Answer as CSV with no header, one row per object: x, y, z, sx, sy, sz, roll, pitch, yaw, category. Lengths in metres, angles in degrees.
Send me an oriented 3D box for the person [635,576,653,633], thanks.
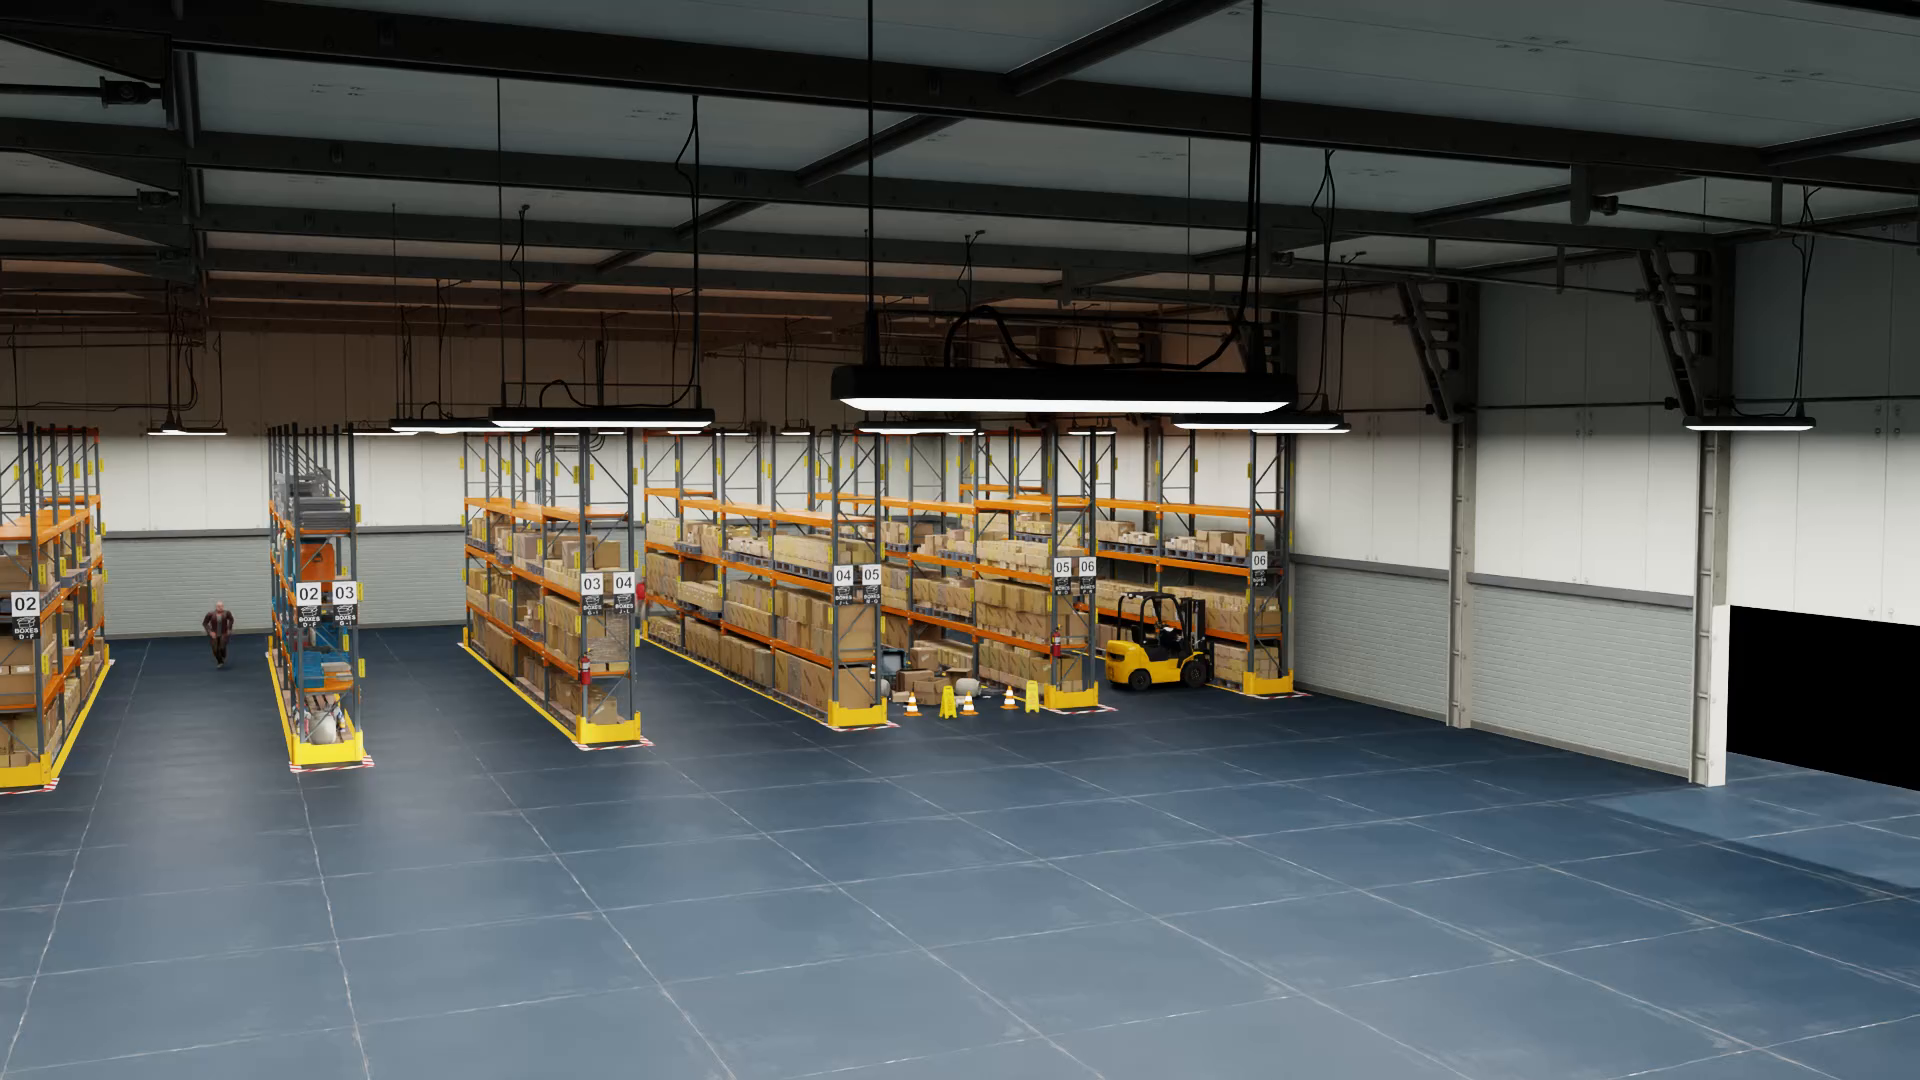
-9.335,1.859,49.224,0.515,1.684,0.947,2,4,25,person

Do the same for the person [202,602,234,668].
-18.472,2.361,41.425,0.673,1.683,0.669,-1,4,-15,person
